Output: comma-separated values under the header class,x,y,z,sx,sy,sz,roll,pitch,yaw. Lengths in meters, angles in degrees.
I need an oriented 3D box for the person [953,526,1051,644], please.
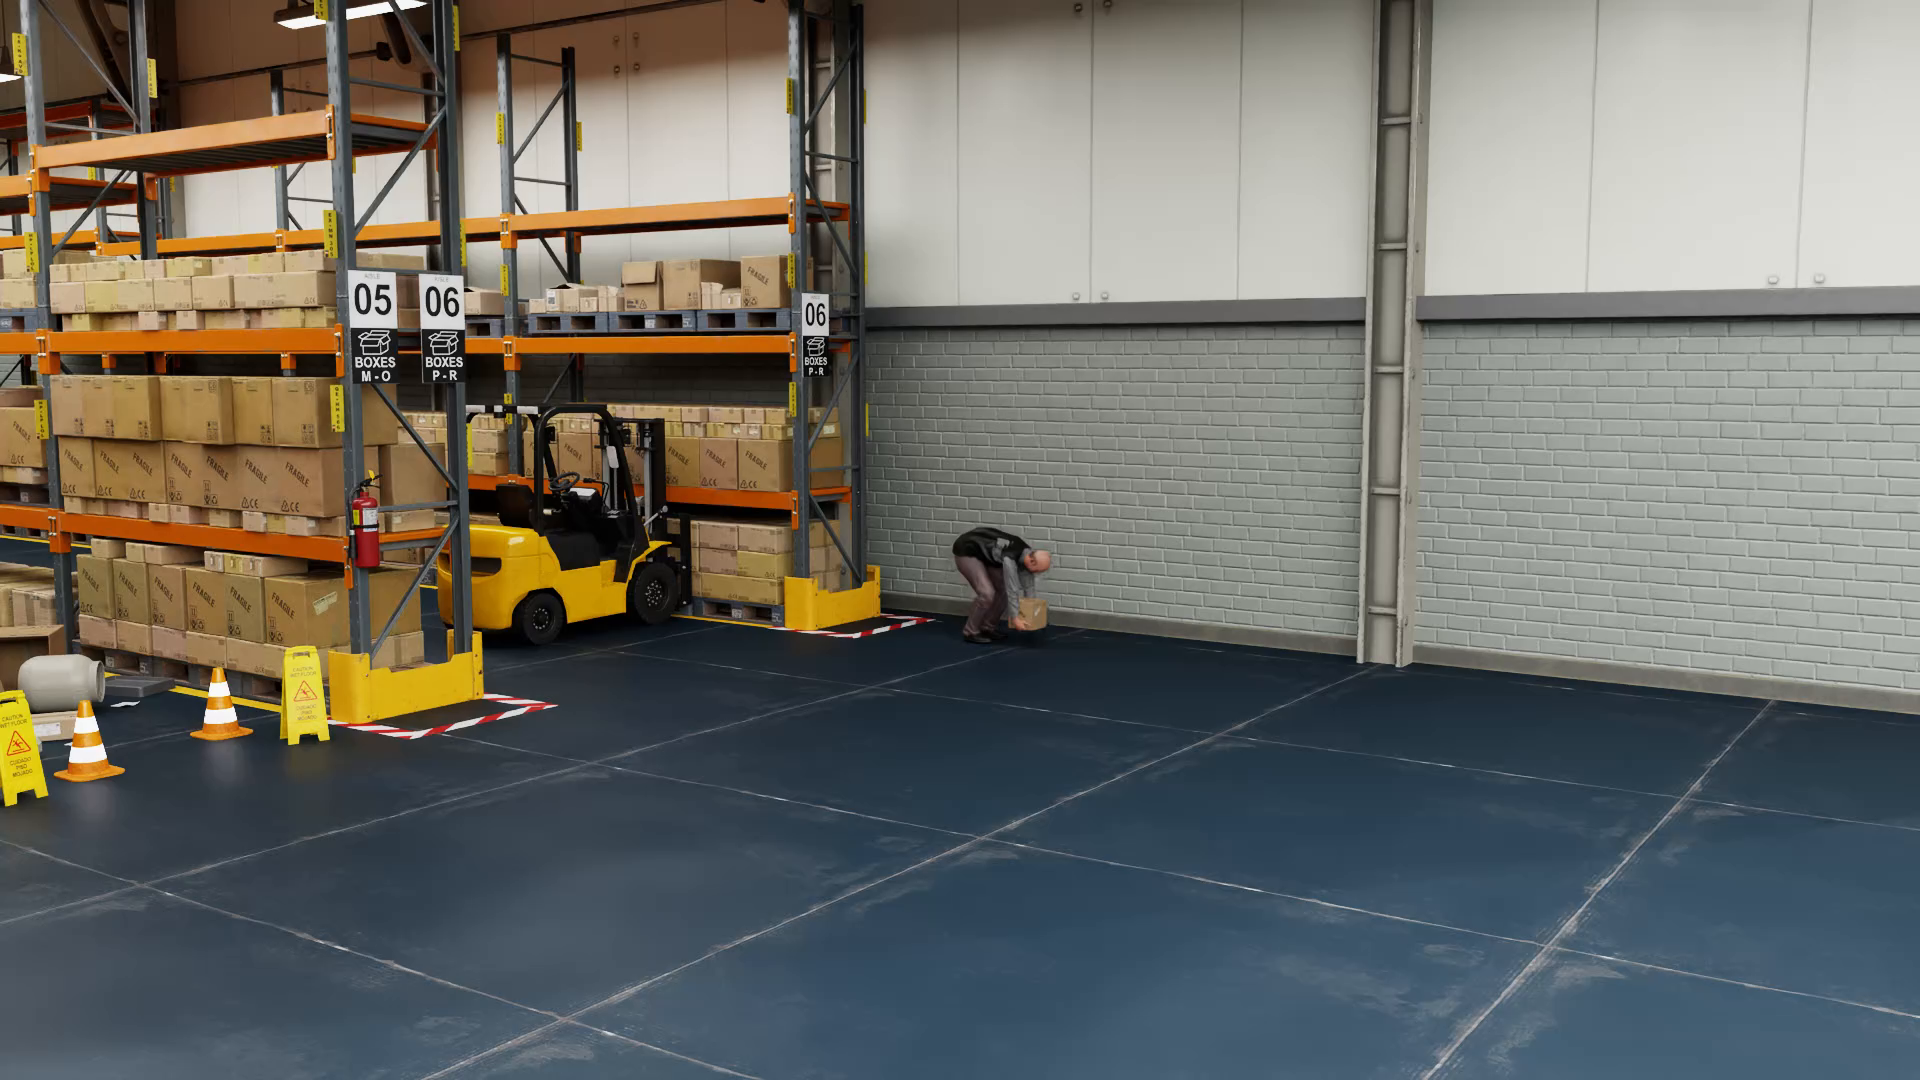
class,x,y,z,sx,sy,sz,roll,pitch,yaw
person,0.399,0.409,15.164,0.958,1.065,0.488,4,7,31
